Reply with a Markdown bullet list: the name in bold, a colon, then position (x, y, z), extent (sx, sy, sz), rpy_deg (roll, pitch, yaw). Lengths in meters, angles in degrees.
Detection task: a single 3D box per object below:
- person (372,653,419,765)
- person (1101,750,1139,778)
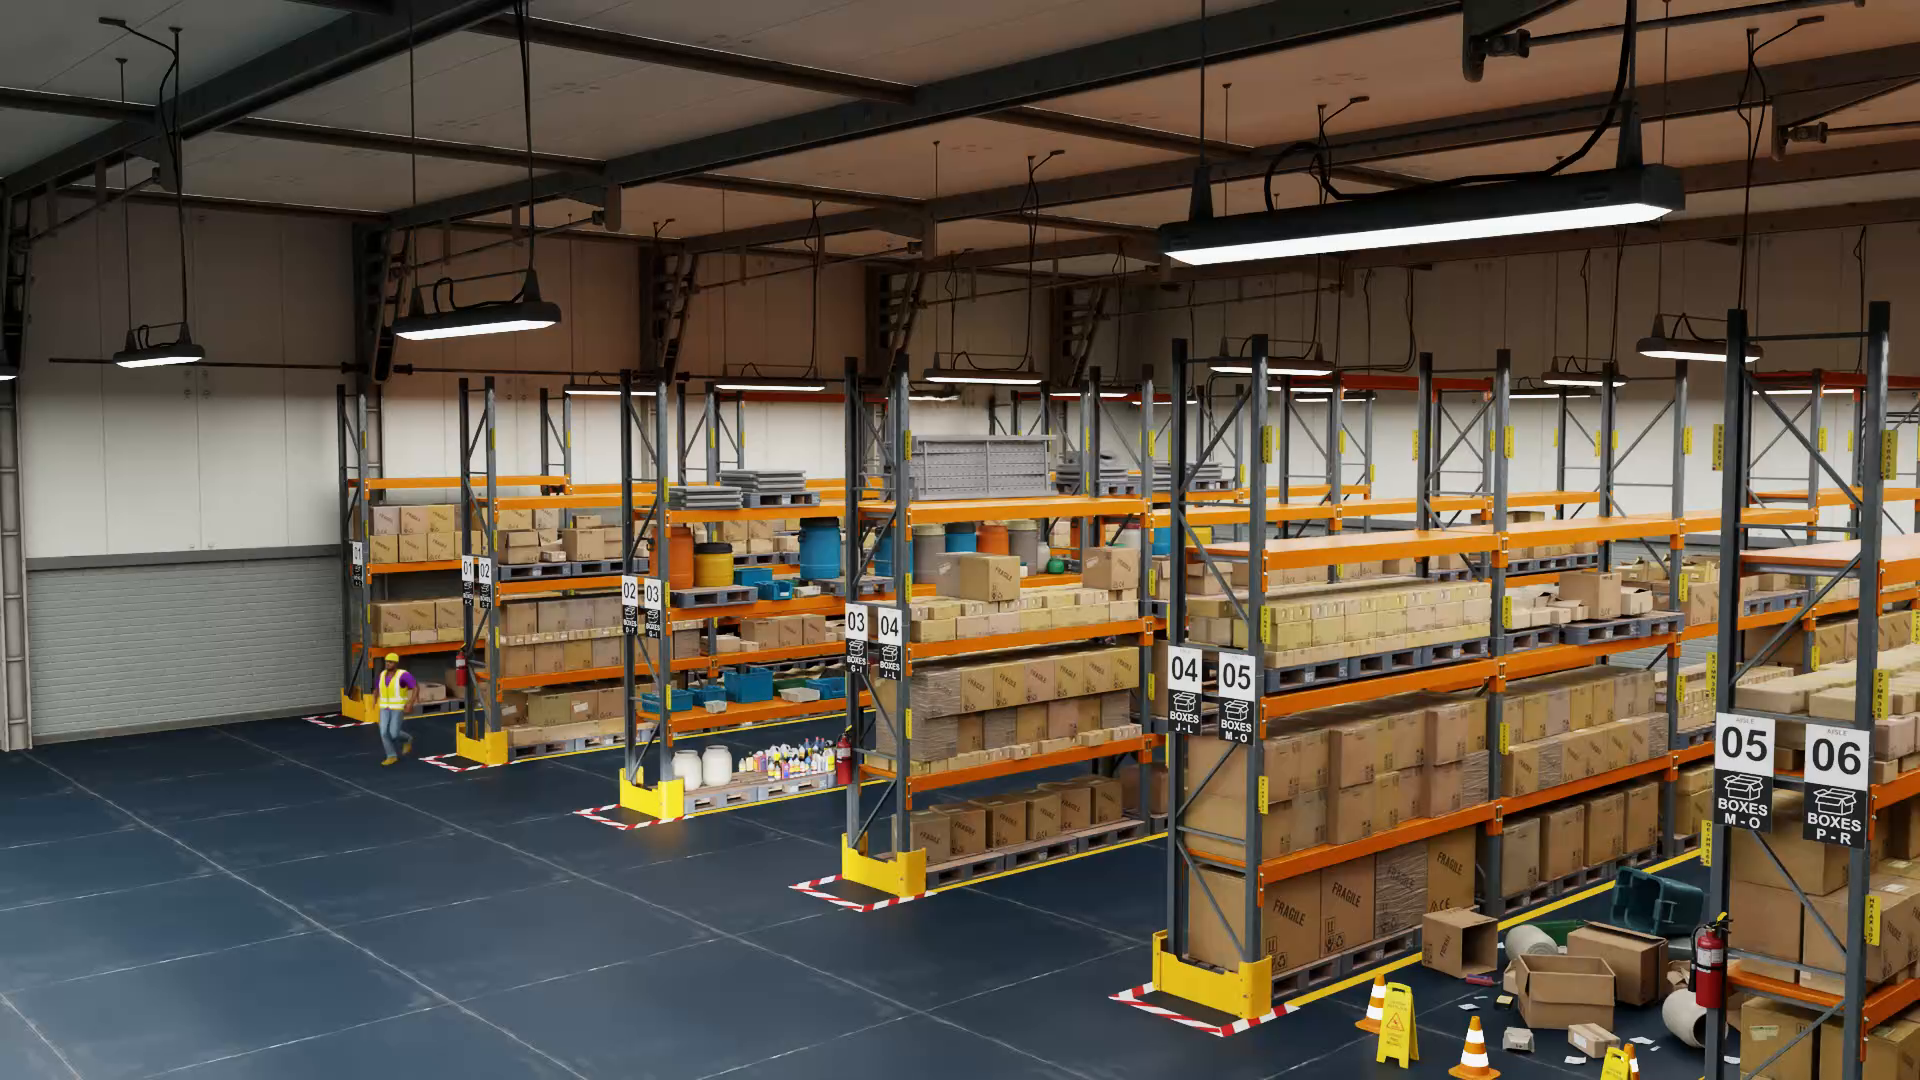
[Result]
- **person**: position (-8.792, 2.609, 25.910), extent (0.739, 1.729, 0.610), rpy_deg (1, 4, 9)
- **person**: position (2.404, 2.723, 23.896), extent (0.668, 1.836, 1.040), rpy_deg (3, 5, 42)
